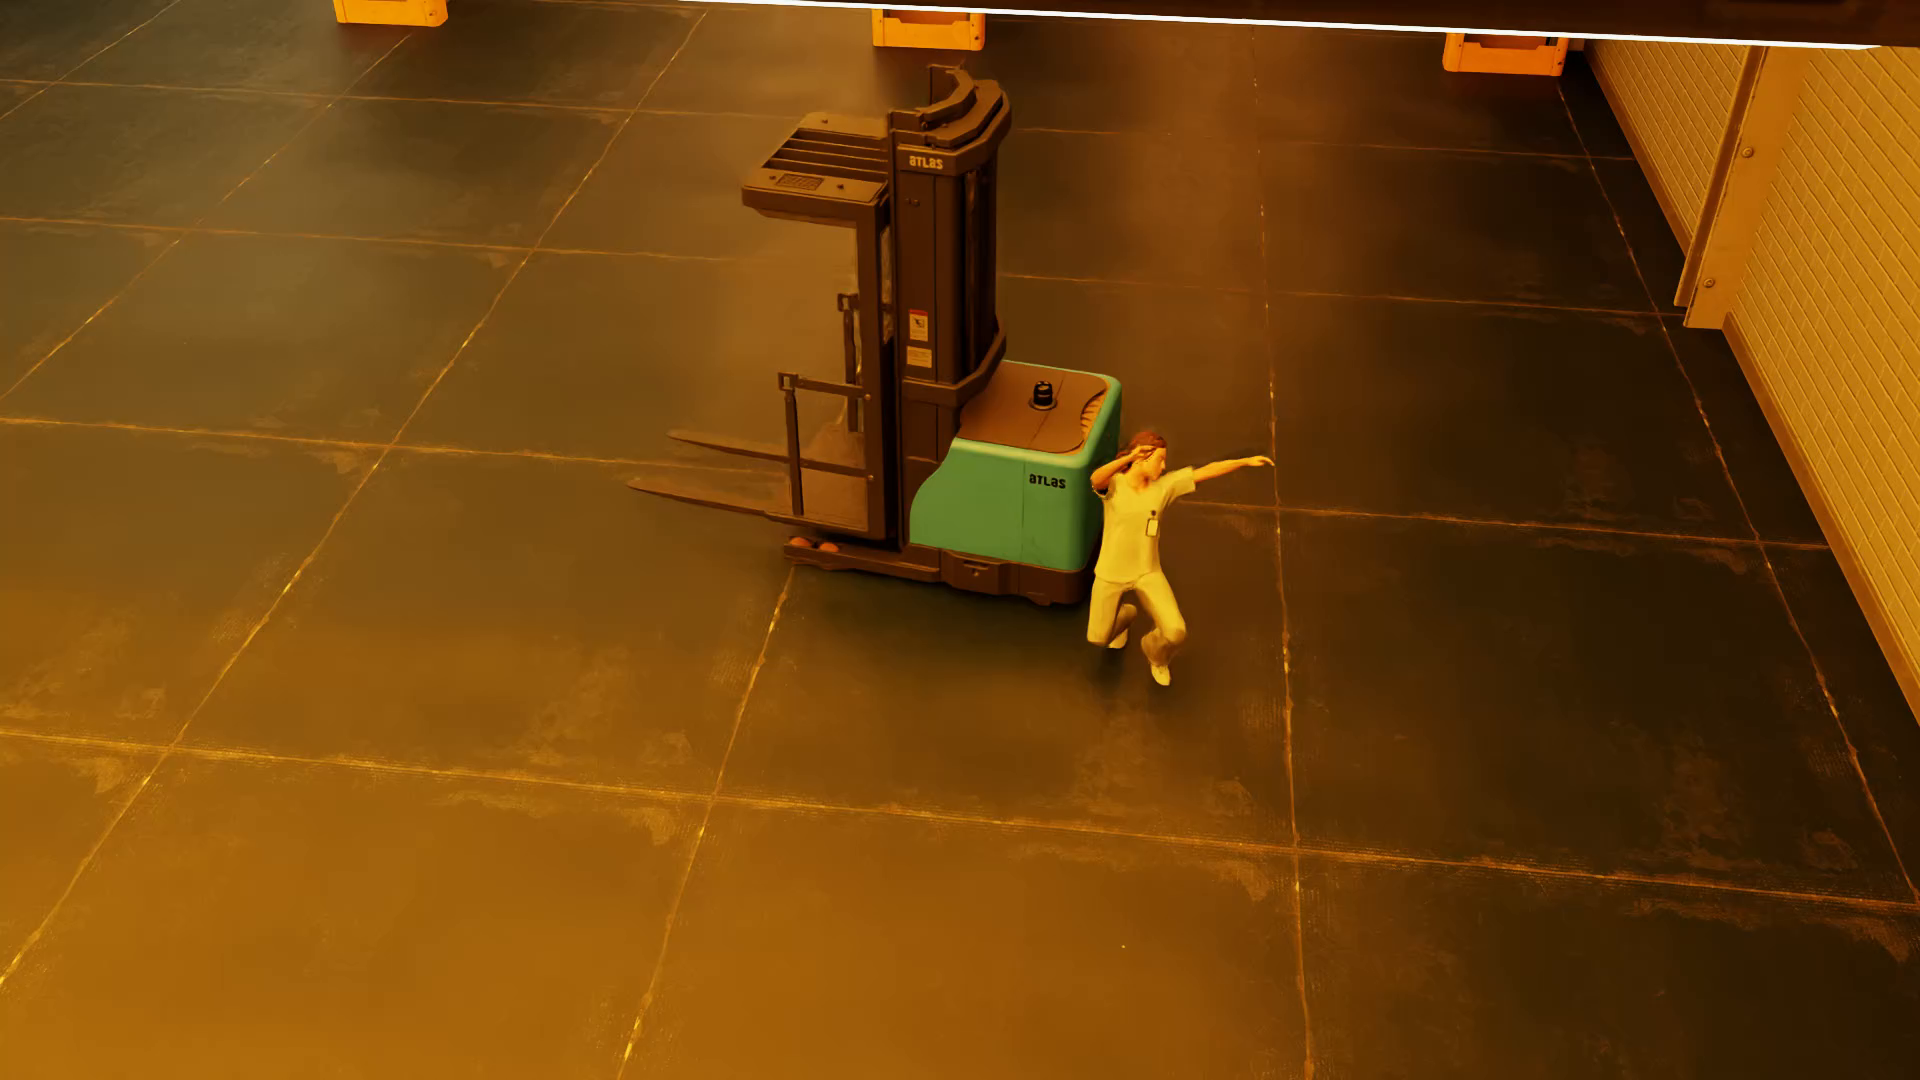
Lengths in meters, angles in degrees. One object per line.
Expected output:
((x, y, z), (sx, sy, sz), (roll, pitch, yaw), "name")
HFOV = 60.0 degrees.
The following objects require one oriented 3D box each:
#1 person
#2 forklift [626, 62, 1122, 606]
((1.180, 0.103, 9.078), (0.980, 1.555, 0.802), (2, 36, 2), "person")
((-0.586, -1.282, 9.769), (3.031, 2.935, 1.130), (10, 38, 13), "forklift")
